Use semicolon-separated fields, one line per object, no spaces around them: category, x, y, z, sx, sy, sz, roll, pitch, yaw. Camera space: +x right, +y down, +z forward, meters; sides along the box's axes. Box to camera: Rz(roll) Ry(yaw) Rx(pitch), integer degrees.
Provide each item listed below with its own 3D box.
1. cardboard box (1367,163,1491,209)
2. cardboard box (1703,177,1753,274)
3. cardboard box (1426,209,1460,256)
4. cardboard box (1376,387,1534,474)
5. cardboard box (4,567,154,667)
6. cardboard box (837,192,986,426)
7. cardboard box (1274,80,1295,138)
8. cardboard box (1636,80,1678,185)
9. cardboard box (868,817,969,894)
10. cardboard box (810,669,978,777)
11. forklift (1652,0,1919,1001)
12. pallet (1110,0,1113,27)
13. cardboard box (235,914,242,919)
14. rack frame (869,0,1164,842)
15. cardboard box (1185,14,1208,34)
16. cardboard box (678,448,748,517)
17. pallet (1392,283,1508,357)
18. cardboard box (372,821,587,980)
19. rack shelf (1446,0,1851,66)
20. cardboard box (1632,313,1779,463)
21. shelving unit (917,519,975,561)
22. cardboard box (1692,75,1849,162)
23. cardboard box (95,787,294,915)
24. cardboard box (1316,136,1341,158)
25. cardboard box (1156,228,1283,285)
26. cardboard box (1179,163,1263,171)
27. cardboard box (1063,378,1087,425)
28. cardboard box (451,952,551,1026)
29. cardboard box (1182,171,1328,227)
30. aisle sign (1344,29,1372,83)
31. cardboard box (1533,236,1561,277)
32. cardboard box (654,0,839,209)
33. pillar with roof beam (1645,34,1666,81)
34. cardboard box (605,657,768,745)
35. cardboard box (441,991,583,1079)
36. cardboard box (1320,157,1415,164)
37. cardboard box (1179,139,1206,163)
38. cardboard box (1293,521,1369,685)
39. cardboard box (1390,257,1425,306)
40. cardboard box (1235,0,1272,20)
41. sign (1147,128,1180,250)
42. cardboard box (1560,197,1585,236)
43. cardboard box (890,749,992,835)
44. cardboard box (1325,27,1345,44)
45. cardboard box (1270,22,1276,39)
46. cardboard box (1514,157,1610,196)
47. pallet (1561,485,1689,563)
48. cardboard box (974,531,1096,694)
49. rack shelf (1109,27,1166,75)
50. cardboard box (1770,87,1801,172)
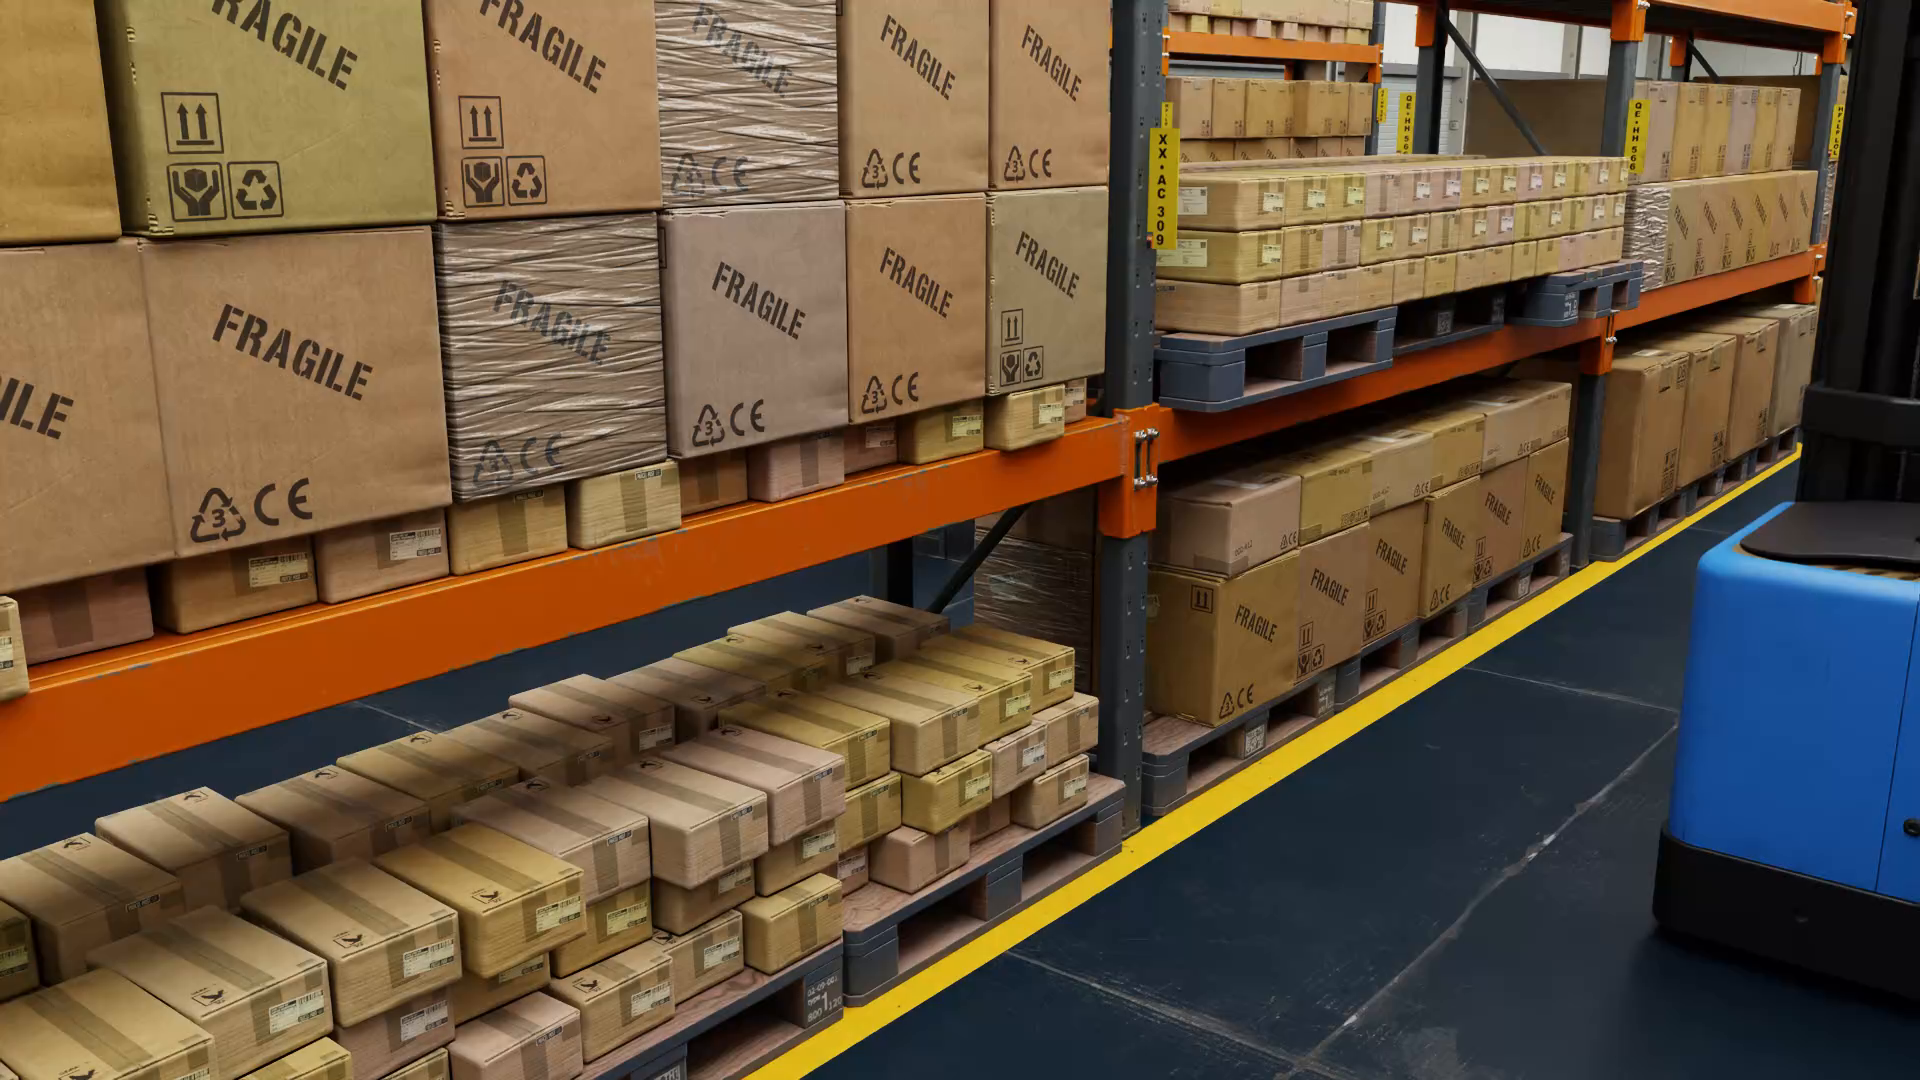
cardboard box;1.712;-1.300;6.097;0.380;0.149;0.250;12;19;39
cardboard box;4.083;-1.774;9.310;0.500;0.500;0.500;11;18;37
cardboard box;1.554;-1.108;5.945;0.380;0.149;0.250;11;18;37
cardboard box;2.107;-0.477;7.110;0.500;0.250;0.500;12;18;38
cardboard box;-1.533;0.082;2.720;0.380;0.149;0.250;12;19;40
cardboard box;-0.284;-0.583;4.017;0.500;0.500;0.500;11;18;36
cardboard box;2.619;-3.933;15.173;0.700;0.500;0.500;11;18;37
cardboard box;3.248;-2.106;8.588;0.700;0.500;0.500;11;18;37
cardboard box;-0.198;0.778;4.406;0.380;0.149;0.250;11;18;36
cardboard box;-0.174;0.476;4.384;0.380;0.149;0.250;11;18;37
forklift;3.159;-0.554;4.851;1.130;2.935;3.031;11;18;38
pallet;0.771;-4.165;13.217;1.213;0.211;1.003;11;18;38
cardboard box;-1.636;0.828;3.604;0.380;0.149;0.250;12;18;38
rack frame;0.128;-0.626;4.994;1.000;3.000;0.127;11;18;38
cardboard box;1.839;-4.299;13.873;0.380;0.149;0.250;11;18;38
cardboard box;-0.692;-0.162;3.679;0.380;0.149;0.250;11;18;37
pallet;1.429;-0.913;6.515;1.003;0.211;1.213;11;18;38
cardboard box;-0.981;0.727;3.396;0.380;0.149;0.250;12;18;38
rack shelf;3.899;-2.880;9.236;1.077;0.370;4.000;11;18;38
cardboard box;4.226;-0.954;10.002;1.050;0.750;0.750;11;18;38
shelving unit;0.004;-0.728;8.443;0.431;1.500;0.755;11;18;38
cardboard box;5.414;-2.819;11.130;0.875;0.550;0.550;11;18;38
cardboard box;-1.647;0.681;3.578;0.380;0.149;0.250;12;19;40
cardboard box;3.311;-3.621;15.978;0.500;0.500;0.500;11;18;38
cardboard box;0.733;-0.856;4.953;0.380;0.149;0.250;12;18;38
cardboard box;0.882;-1.300;6.099;0.380;0.149;0.250;11;18;36
cardboard box;0.130;-0.413;4.667;0.380;0.149;0.250;11;18;37
cardboard box;-1.080;0.853;3.505;0.380;0.149;0.250;12;19;40
cardboard box;0.903;-1.054;5.130;0.380;0.149;0.250;12;18;39
aisle sign;4.021;-4.897;16.529;0.394;0.787;0.004;11;18;38
cardboard box;2.211;-1.164;6.770;0.380;0.149;0.250;11;18;37
cardboard box;-0.611;-0.975;3.532;0.500;0.500;0.500;12;18;39
pillar with roof beam;20.958;-12.431;39.279;9.100;9.000;0.400;11;18;38
cardboard box;-0.736;0.451;4.483;0.380;0.149;0.250;11;18;36
cardboard box;-1.000;1.027;3.427;0.380;0.149;0.250;10;17;35
cardboard box;1.709;-1.554;7.099;0.380;0.149;0.250;10;18;35
cardboard box;1.735;-3.138;14.077;0.500;0.500;0.500;11;18;37
cardboard box;1.130;0.180;6.045;0.500;0.500;0.500;12;19;40
cardboard box;1.381;-0.910;5.769;0.380;0.149;0.250;10;18;35
cardboard box;2.373;-4.666;14.505;0.500;0.250;0.500;11;18;38
sign;0.554;-0.963;4.562;0.100;0.325;0.005;11;18;38
cardboard box;2.356;-1.350;6.900;0.380;0.149;0.250;12;18;39
cardboard box;-0.138;0.626;4.401;0.380;0.149;0.250;10;18;36
cardboard box;3.425;-4.792;15.814;0.380;0.149;0.250;12;19;39
cardboard box;2.600;-4.554;14.875;0.380;0.149;0.250;11;18;38
cardboard box;2.531;-1.549;7.078;0.380;0.149;0.250;11;18;37
pallet;3.196;-0.179;8.901;1.003;0.211;1.213;11;18;38
cardboard box;0.397;0.202;5.961;0.500;0.500;0.500;11;18;36
rack shelf;-0.015;-3.627;12.175;1.077;0.370;4.000;11;18;38
cardboard box;4.848;-2.595;10.511;0.700;0.500;0.500;11;18;37
